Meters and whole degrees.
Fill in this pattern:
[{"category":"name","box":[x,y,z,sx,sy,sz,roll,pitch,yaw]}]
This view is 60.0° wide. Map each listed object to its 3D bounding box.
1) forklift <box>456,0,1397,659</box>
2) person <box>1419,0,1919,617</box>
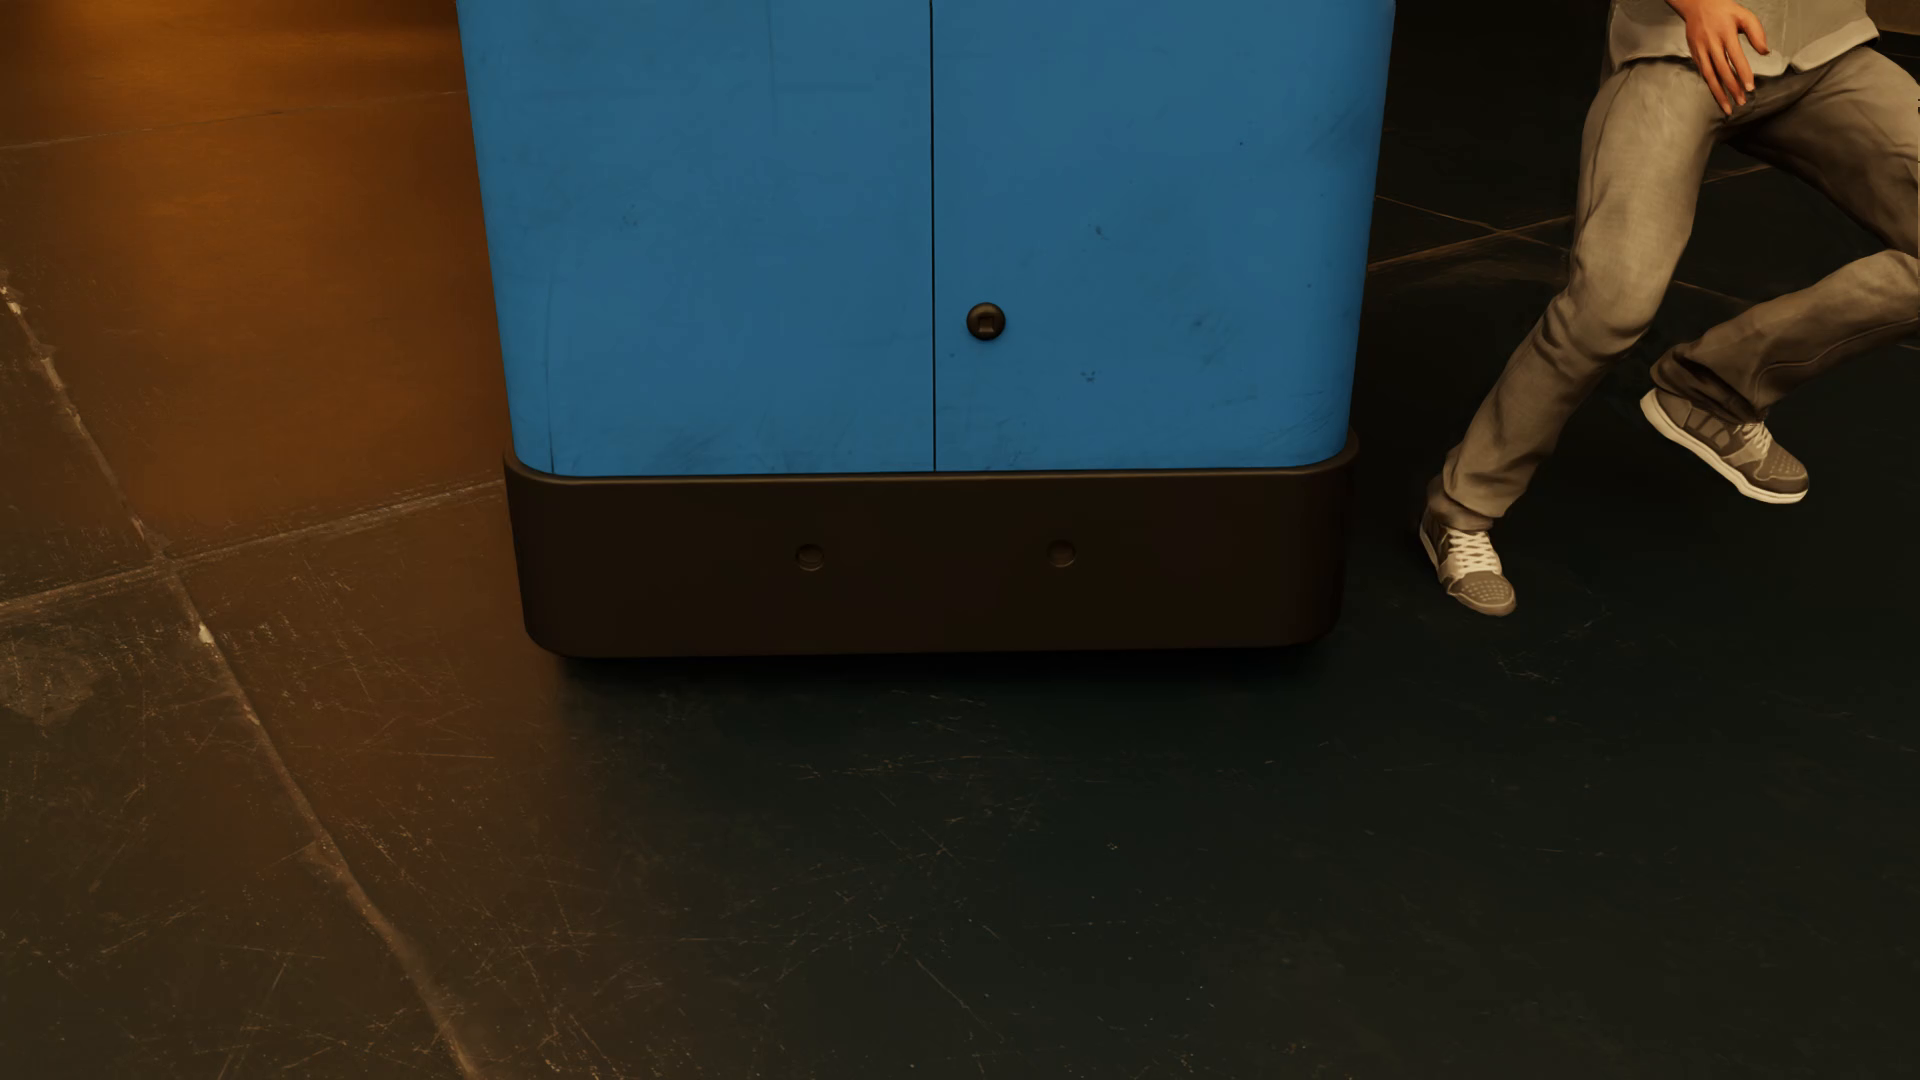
[{"category":"forklift","box":[-0.078,-1.784,2.787,1.130,2.935,3.031,-1,27,-2]},{"category":"person","box":[1.031,-0.574,2.091,0.713,1.465,0.642,-4,27,-8]}]
